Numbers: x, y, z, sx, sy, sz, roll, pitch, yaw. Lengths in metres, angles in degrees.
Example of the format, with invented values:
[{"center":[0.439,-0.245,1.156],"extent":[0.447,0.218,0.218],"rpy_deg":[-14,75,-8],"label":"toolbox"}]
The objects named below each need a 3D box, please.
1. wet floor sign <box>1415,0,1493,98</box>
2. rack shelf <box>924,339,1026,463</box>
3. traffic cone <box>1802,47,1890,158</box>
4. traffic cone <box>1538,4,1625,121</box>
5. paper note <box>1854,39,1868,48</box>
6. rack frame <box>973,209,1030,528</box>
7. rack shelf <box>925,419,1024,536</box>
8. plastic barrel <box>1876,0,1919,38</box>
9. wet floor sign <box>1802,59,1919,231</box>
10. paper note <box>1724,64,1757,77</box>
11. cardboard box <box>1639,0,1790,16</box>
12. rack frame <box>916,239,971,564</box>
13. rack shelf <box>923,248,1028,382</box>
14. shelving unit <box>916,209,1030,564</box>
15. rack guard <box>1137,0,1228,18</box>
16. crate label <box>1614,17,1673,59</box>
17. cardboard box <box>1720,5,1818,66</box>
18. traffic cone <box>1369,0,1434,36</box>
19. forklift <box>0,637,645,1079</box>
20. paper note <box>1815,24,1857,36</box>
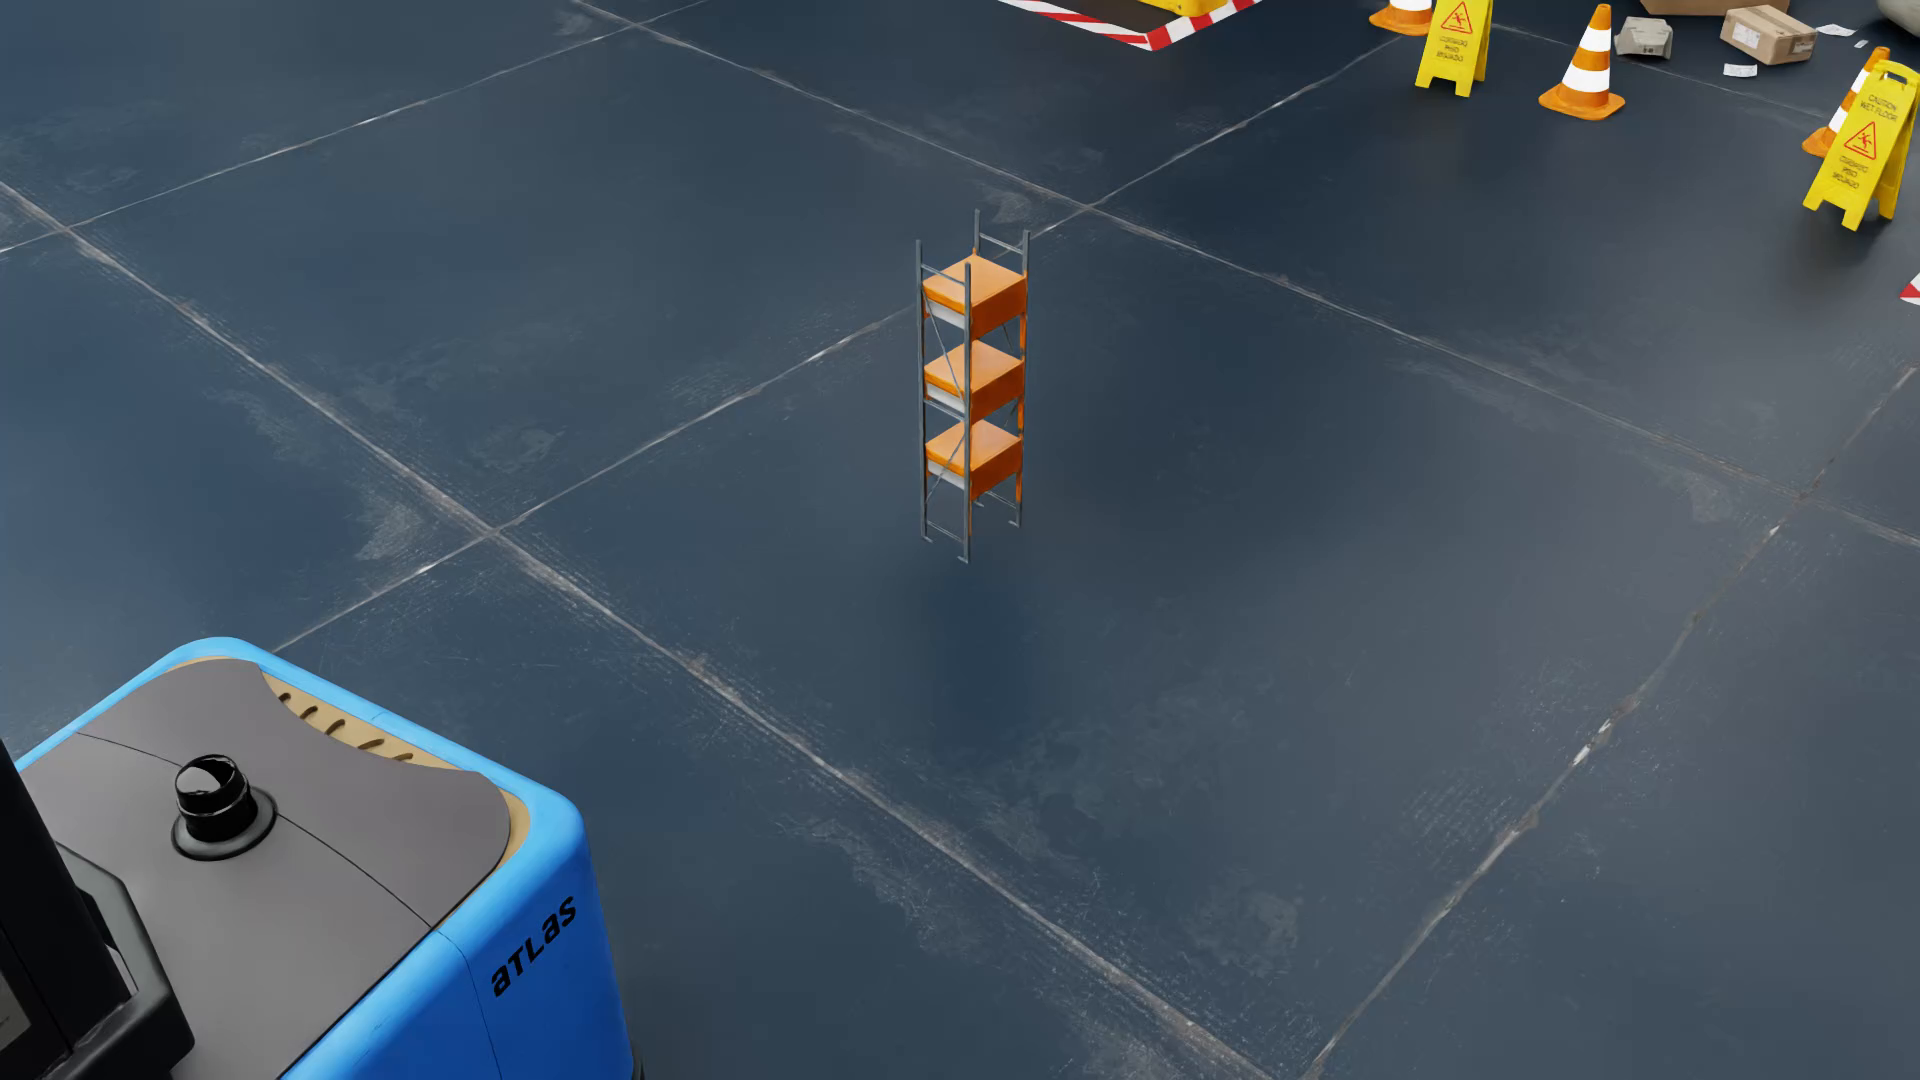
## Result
[{"center":[2.362,-2.454,7.817],"extent":[0.267,0.644,0.232],"rpy_deg":[22,43,25],"label":"wet floor sign"},{"center":[0.036,-0.427,4.961],"extent":[0.215,0.259,0.240],"rpy_deg":[30,47,32],"label":"rack shelf"},{"center":[3.980,-1.934,7.311],"extent":[0.336,0.463,0.334],"rpy_deg":[30,47,32],"label":"traffic cone"},{"center":[2.931,-2.244,7.700],"extent":[0.336,0.463,0.334],"rpy_deg":[30,47,32],"label":"traffic cone"},{"center":[4.549,-2.504,8.391],"extent":[0.032,0.001,0.123],"rpy_deg":[30,47,32],"label":"paper note"},{"center":[0.118,-0.492,5.025],"extent":[0.200,1.050,0.008],"rpy_deg":[30,47,32],"label":"rack frame"},{"center":[0.036,-0.210,5.134],"extent":[0.215,0.259,0.240],"rpy_deg":[30,47,32],"label":"rack shelf"},{"center":[4.918,-2.764,8.386],"extent":[0.421,0.421,0.512],"rpy_deg":[-5,39,-6],"label":"plastic barrel"},{"center":[3.724,-1.628,6.779],"extent":[0.232,0.644,0.267],"rpy_deg":[-18,42,-21],"label":"wet floor sign"},{"center":[3.810,-2.296,8.113],"extent":[0.148,0.019,0.142],"rpy_deg":[14,41,17],"label":"paper note"},{"center":[3.958,-3.081,8.720],"extent":[0.797,0.503,0.637],"rpy_deg":[2,39,2],"label":"cardboard box"},{"center":[-0.046,-0.379,4.884],"extent":[0.200,1.050,0.008],"rpy_deg":[30,47,32],"label":"rack frame"},{"center":[0.036,-0.649,4.784],"extent":[0.215,0.259,0.240],"rpy_deg":[30,47,32],"label":"rack shelf"},{"center":[0.036,-0.435,4.954],"extent":[0.215,1.050,0.252],"rpy_deg":[30,47,32],"label":"shelving unit"},{"center":[0.904,-3.231,8.911],"extent":[1.175,0.500,0.348],"rpy_deg":[30,47,32],"label":"rack guard"},{"center":[3.416,-2.504,8.289],"extent":[0.250,0.136,0.298],"rpy_deg":[8,39,10],"label":"crate label"},{"center":[4.035,-2.522,8.302],"extent":[0.250,0.149,0.380],"rpy_deg":[-11,40,-14],"label":"cardboard box"},{"center":[2.326,-2.875,8.494],"extent":[0.336,0.463,0.334],"rpy_deg":[30,47,32],"label":"traffic cone"},{"center":[-1.826,0.806,1.882],"extent":[1.130,2.935,3.031],"rpy_deg":[20,43,23],"label":"forklift"},{"center":[4.494,-2.619,8.528],"extent":[0.142,0.019,0.148],"rpy_deg":[-18,42,-21],"label":"paper note"}]
